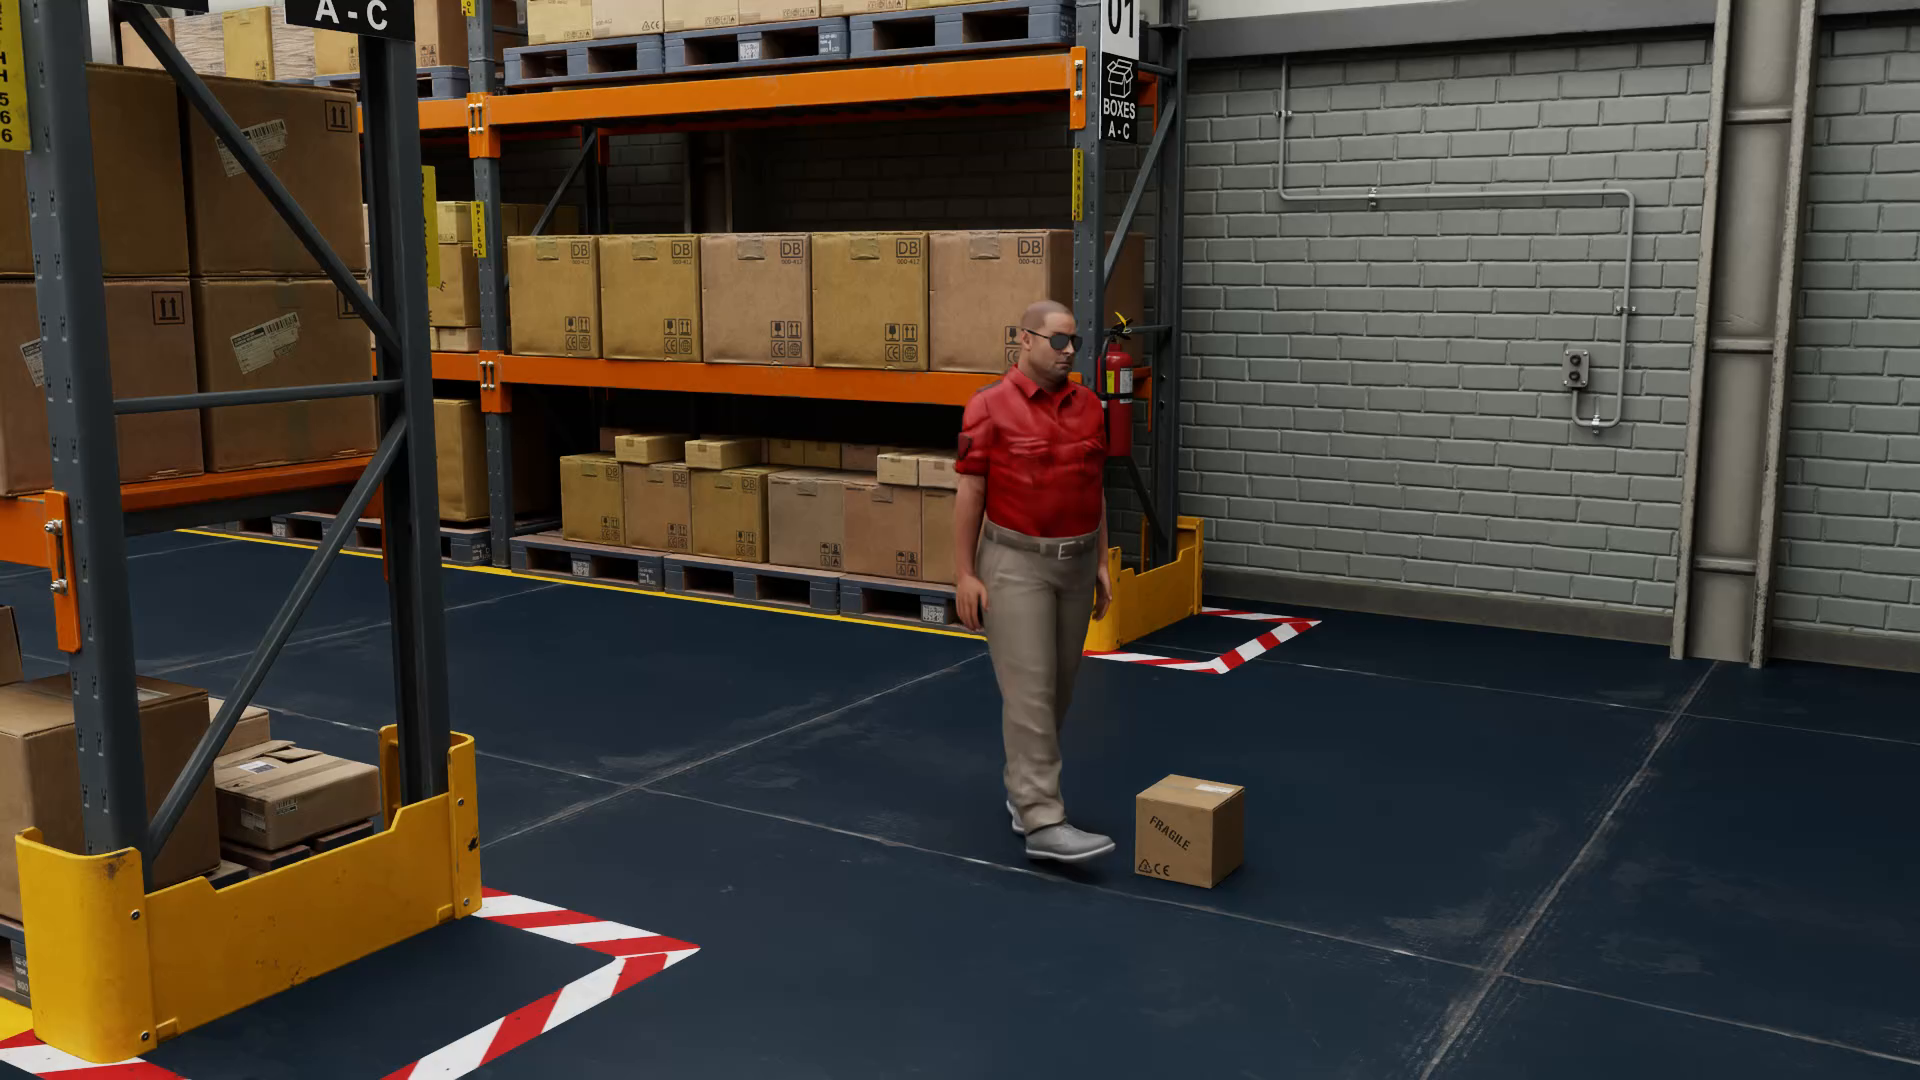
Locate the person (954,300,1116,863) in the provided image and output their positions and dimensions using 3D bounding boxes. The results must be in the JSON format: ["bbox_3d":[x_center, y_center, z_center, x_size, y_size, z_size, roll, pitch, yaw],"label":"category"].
[{"bbox_3d":[0.314,0.121,5.169,0.540,1.715,0.703,-6,11,-33],"label":"person"}]
